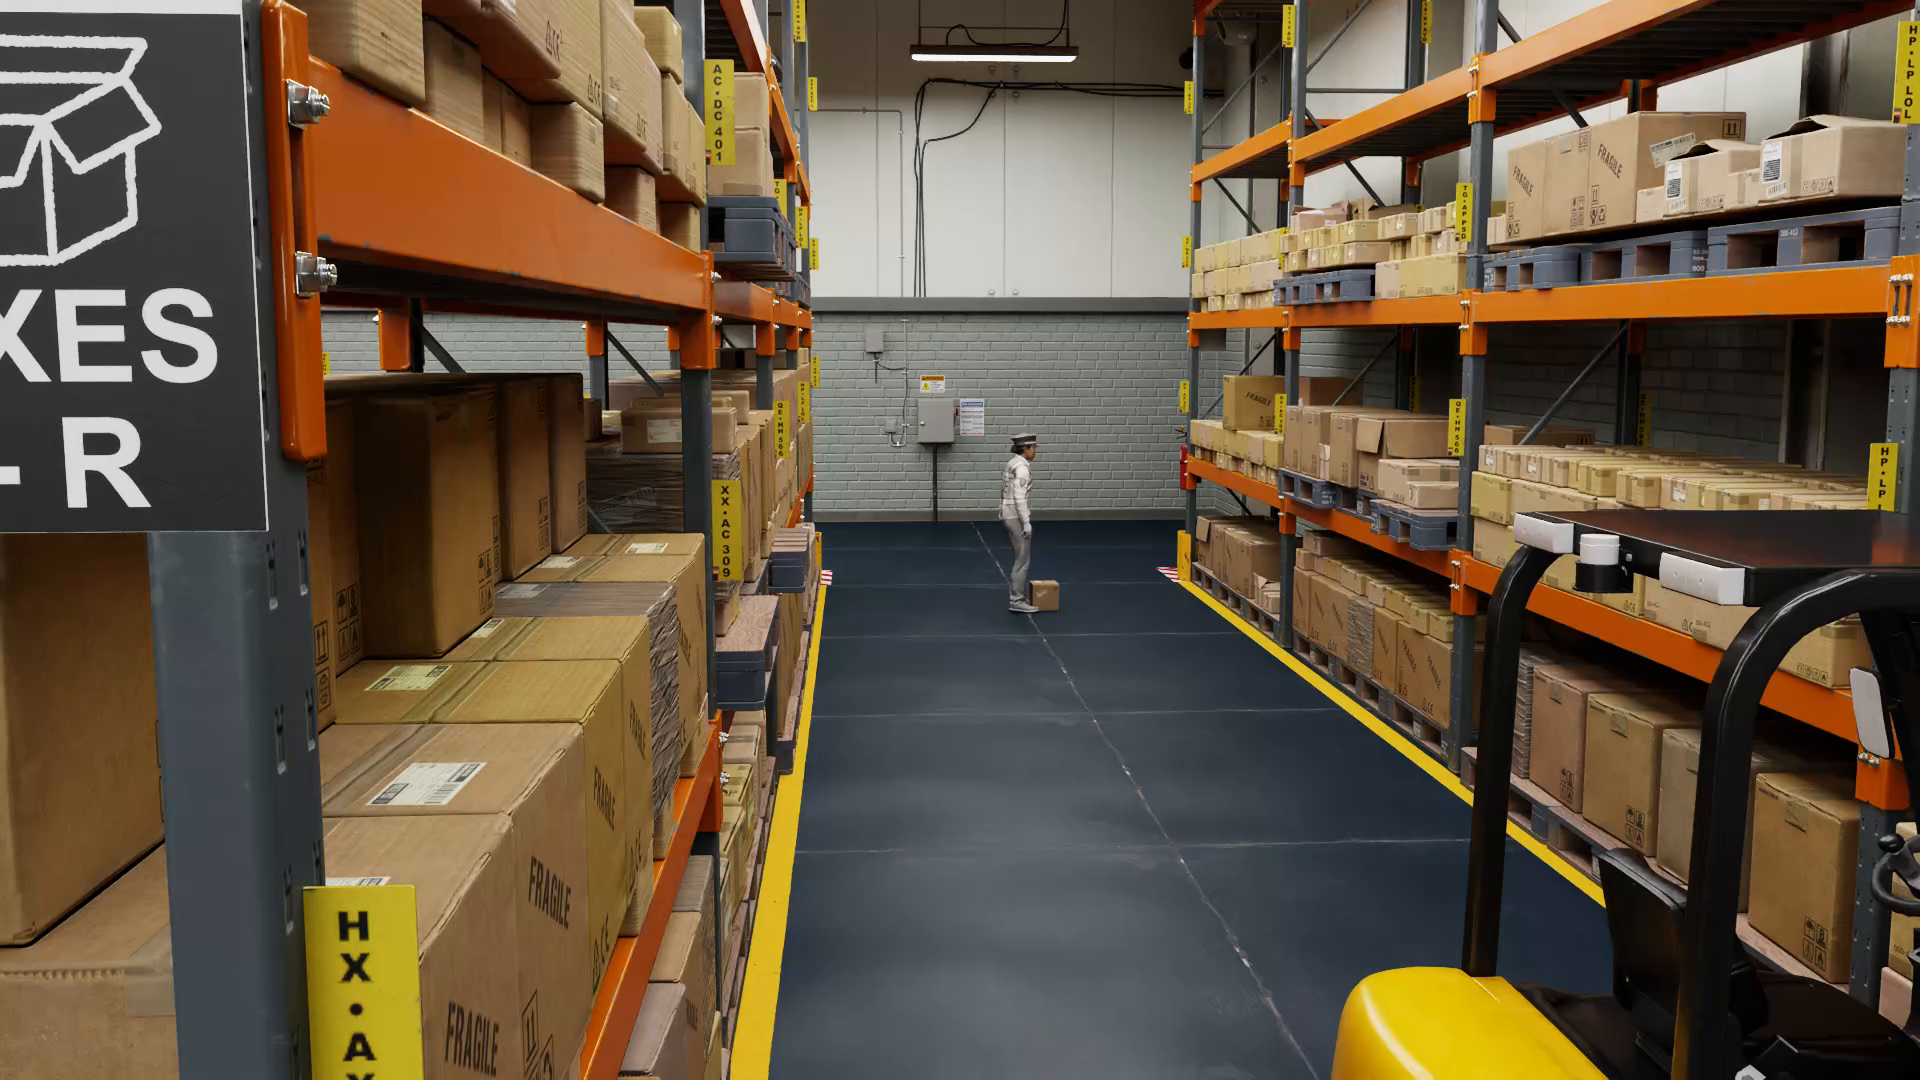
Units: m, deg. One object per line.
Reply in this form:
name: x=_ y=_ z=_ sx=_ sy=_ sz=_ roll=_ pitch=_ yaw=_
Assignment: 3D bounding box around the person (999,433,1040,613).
person: x=0.576 y=-0.174 z=15.651 sx=0.412 sy=1.666 sz=0.547 roll=-1 pitch=7 yaw=-7
